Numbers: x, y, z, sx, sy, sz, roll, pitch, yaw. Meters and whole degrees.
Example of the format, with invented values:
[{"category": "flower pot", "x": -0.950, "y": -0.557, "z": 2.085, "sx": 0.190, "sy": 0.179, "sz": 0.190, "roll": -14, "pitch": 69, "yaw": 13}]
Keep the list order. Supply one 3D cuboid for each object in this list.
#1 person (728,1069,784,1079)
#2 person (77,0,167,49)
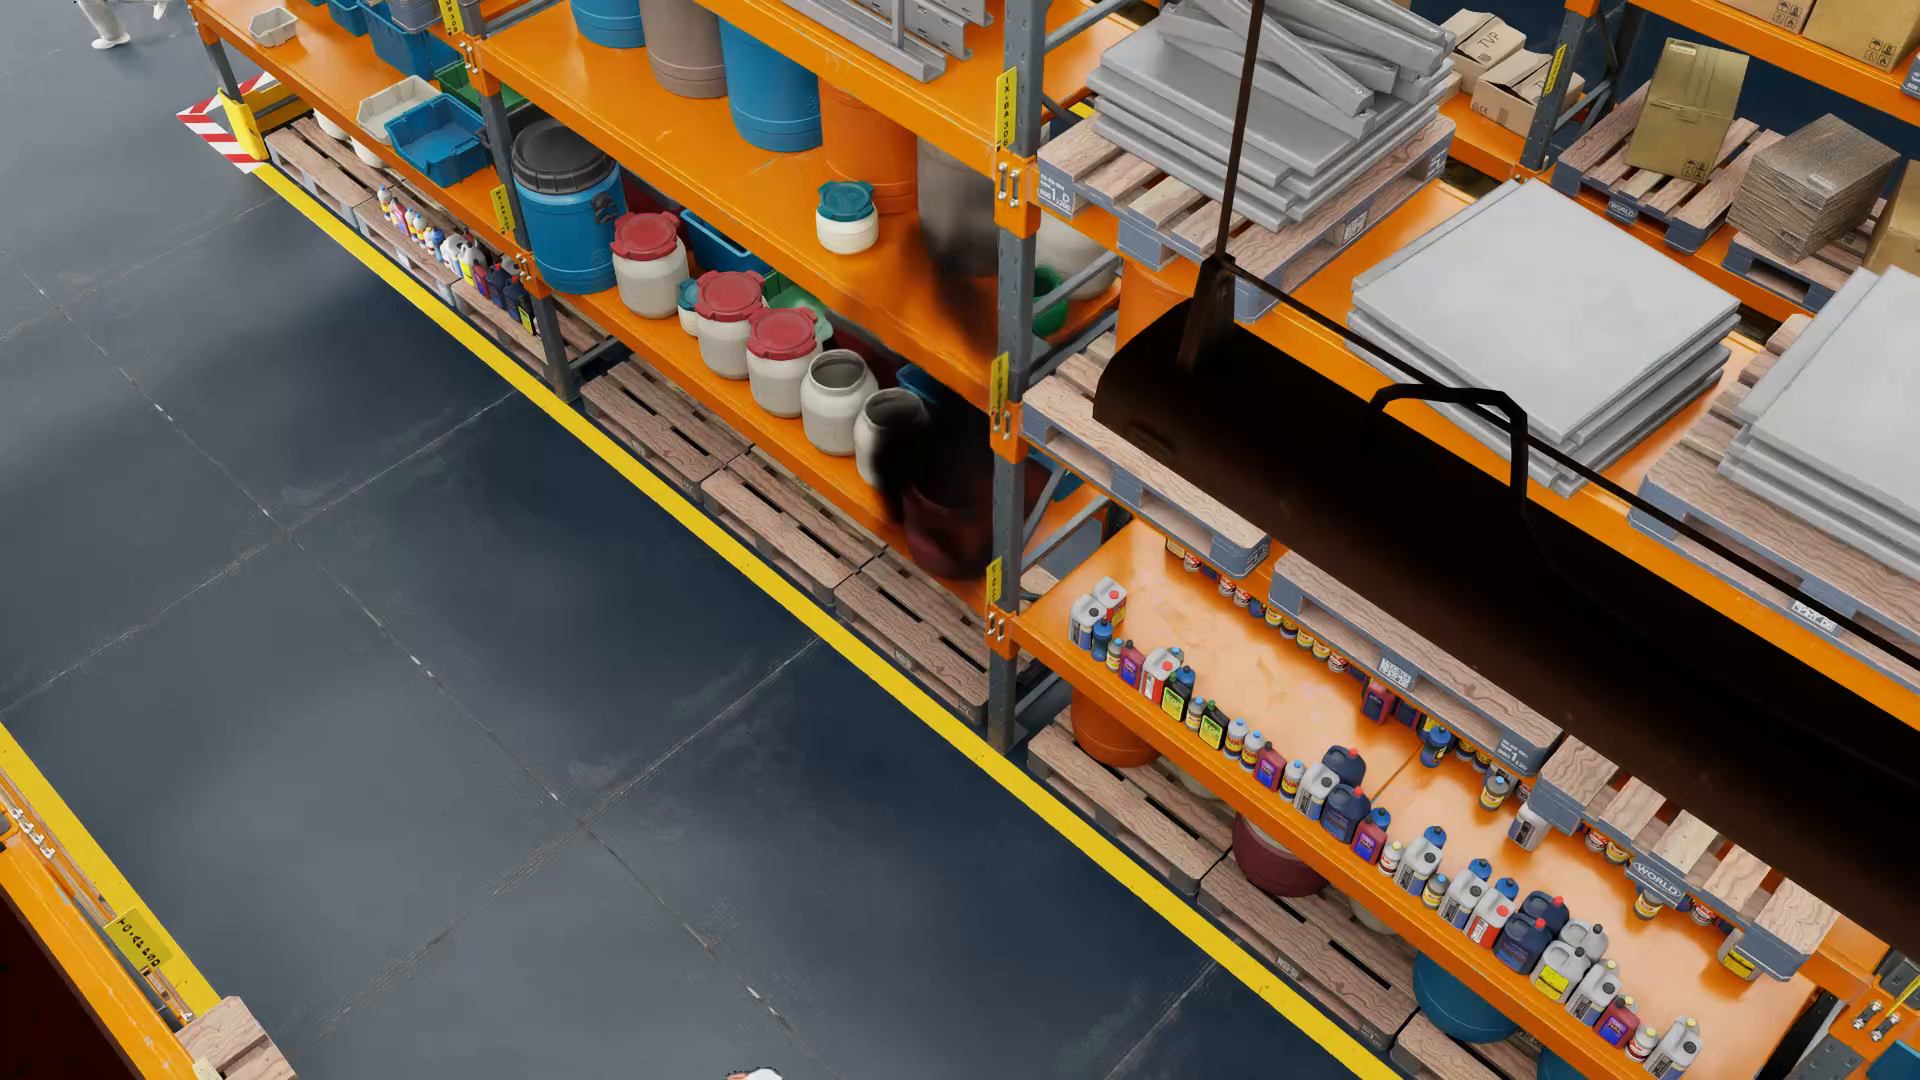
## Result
[{"category": "person", "x": -0.719, "y": 2.555, "z": 6.694, "sx": 0.864, "sy": 1.825, "sz": 0.656, "roll": 36, "pitch": 59, "yaw": 26}, {"category": "person", "x": -6.846, "y": -4.654, "z": 13.241, "sx": 0.735, "sy": 1.649, "sz": 0.568, "roll": -12, "pitch": 51, "yaw": -10}]
